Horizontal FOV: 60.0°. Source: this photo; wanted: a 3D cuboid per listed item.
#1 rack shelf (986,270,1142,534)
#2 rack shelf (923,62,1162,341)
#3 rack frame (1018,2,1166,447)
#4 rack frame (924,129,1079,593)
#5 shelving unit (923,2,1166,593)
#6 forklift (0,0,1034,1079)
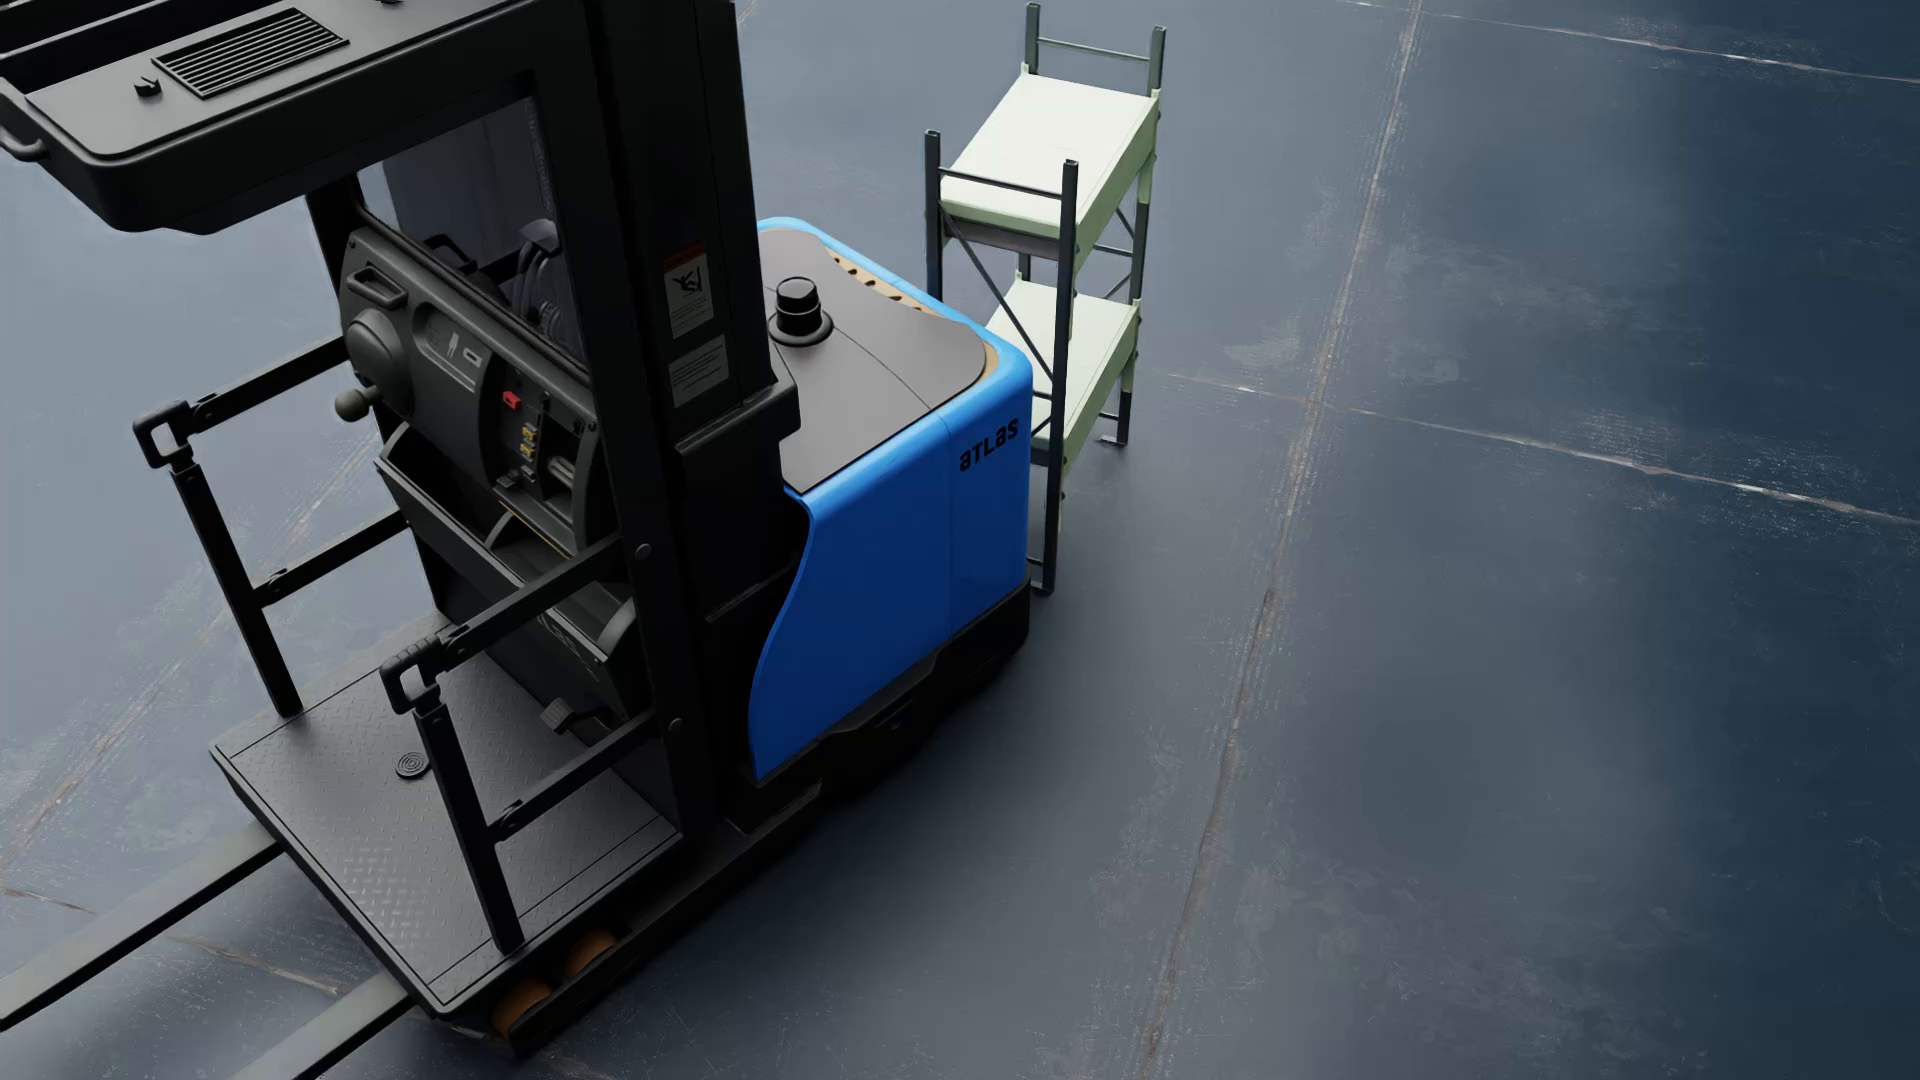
[{"bbox_3d":[0.237,-0.436,5.090,0.431,0.370,0.720,16,47,15],"label":"rack shelf"},{"bbox_3d":[0.237,-0.948,4.589,0.431,0.370,0.720,16,47,15],"label":"rack shelf"},{"bbox_3d":[0.373,-0.907,5.104,0.400,1.500,0.023,16,47,15],"label":"rack frame"},{"bbox_3d":[0.101,-0.432,4.619,0.400,1.500,0.023,16,47,15],"label":"rack frame"},{"bbox_3d":[0.237,-0.669,4.862,0.431,1.500,0.755,16,47,15],"label":"shelving unit"},{"bbox_3d":[-1.191,-0.243,3.403,1.130,2.935,3.031,35,54,30],"label":"forklift"}]
